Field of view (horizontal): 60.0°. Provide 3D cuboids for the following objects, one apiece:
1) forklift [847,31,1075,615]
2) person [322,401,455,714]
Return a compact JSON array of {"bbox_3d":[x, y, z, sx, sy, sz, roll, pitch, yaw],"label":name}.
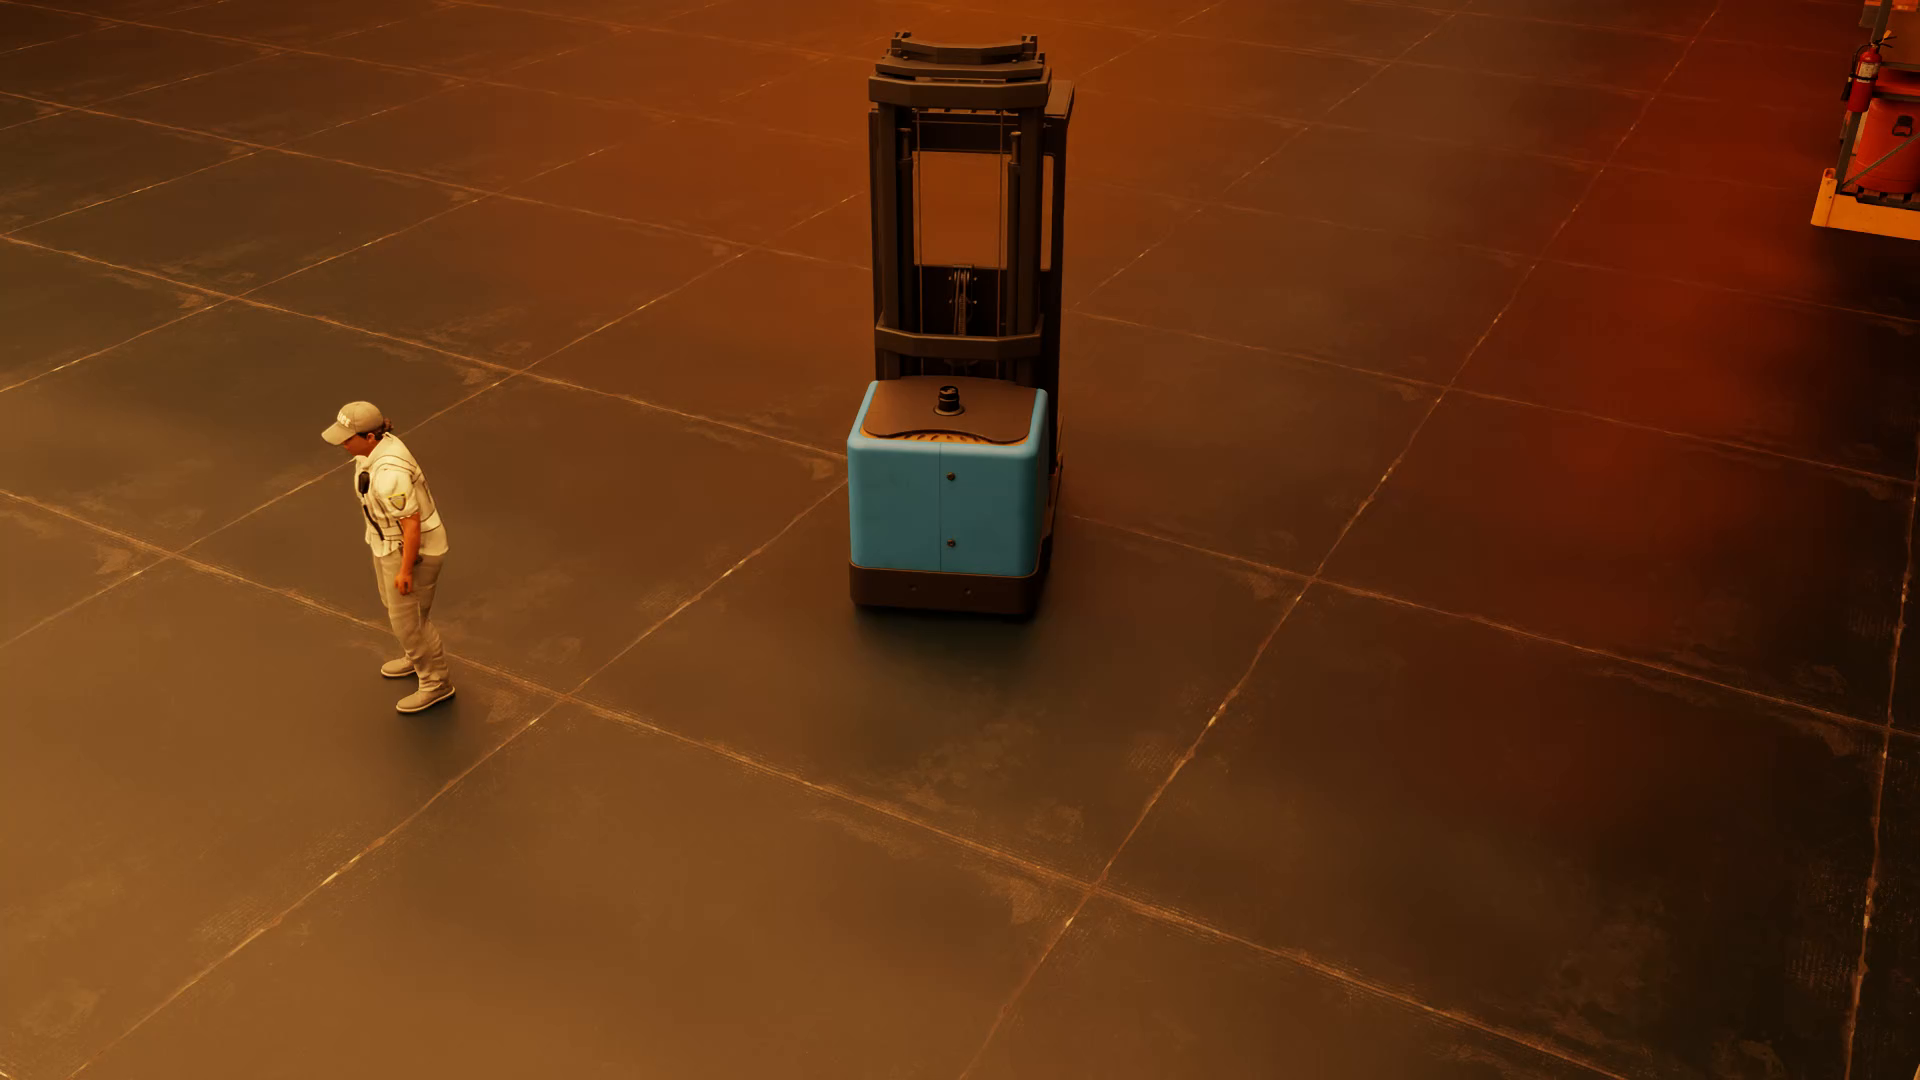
[{"bbox_3d":[0.072,-1.572,9.794,1.130,2.935,3.031,3,30,6],"label":"forklift"},{"bbox_3d":[-2.798,0.052,8.248,0.463,1.667,0.563,-16,34,-26],"label":"person"}]
